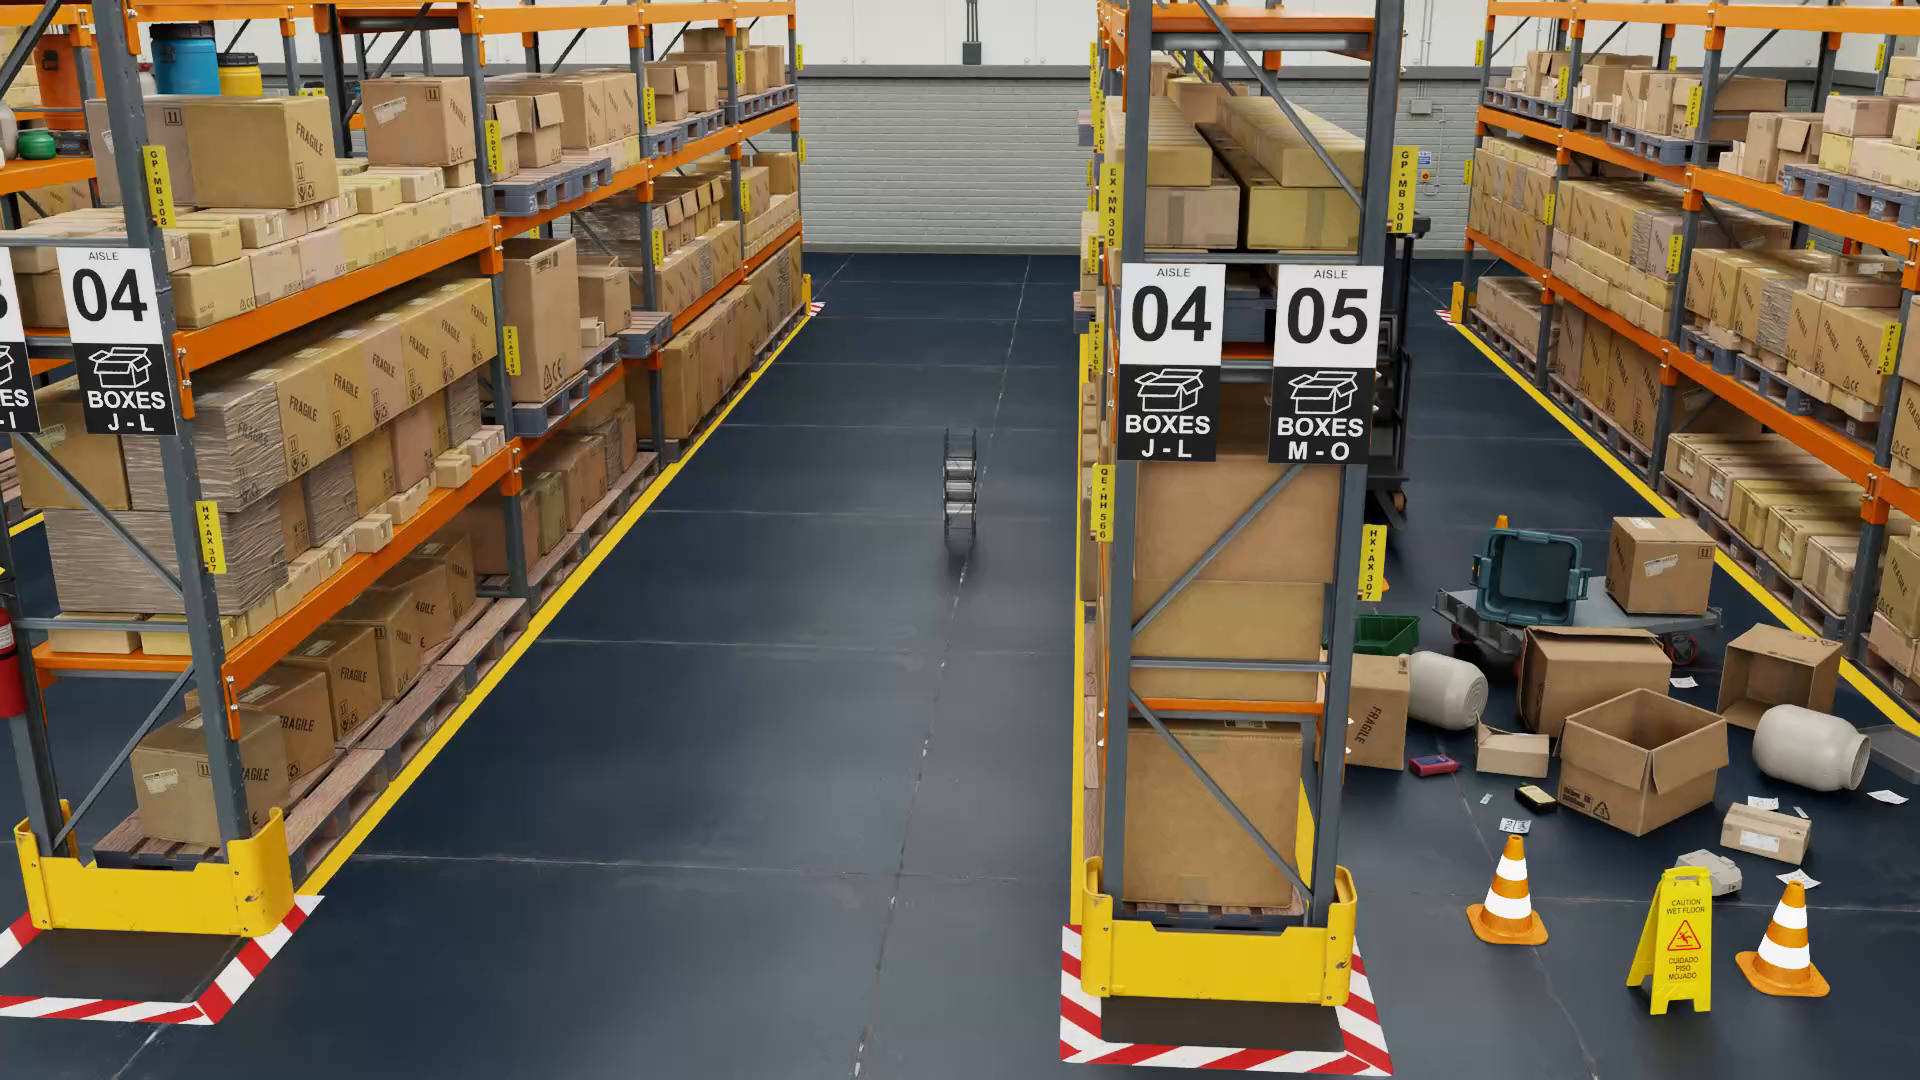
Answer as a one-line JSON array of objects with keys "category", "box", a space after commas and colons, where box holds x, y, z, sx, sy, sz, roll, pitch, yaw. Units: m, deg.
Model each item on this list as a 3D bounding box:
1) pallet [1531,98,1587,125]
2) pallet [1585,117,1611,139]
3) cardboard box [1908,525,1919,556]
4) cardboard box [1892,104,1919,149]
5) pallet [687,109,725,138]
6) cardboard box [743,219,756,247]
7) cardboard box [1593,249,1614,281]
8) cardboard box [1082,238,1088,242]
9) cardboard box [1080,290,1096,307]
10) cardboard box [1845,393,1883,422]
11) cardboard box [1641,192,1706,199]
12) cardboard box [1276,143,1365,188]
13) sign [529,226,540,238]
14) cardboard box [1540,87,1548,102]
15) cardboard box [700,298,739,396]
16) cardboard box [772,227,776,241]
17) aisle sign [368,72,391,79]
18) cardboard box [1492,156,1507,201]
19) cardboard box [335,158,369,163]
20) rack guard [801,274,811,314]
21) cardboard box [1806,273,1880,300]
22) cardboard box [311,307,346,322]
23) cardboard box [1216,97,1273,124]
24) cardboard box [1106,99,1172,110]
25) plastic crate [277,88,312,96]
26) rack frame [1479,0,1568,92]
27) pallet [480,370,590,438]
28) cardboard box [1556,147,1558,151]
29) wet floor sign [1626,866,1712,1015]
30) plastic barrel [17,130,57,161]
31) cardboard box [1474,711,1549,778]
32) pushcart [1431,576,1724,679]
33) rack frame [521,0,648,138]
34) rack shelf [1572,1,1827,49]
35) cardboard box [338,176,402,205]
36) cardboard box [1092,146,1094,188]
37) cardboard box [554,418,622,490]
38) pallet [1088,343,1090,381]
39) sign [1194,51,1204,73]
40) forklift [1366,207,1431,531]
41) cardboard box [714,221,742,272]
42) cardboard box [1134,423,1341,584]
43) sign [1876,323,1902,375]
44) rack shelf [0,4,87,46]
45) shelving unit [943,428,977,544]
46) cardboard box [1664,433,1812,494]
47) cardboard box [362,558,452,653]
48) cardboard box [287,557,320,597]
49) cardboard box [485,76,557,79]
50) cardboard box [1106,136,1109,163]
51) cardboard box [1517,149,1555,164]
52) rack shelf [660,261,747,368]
[{"category": "pallet", "box": [7.003, -4.755, 18.443, 1.003, 0.211, 1.213, 1, 18, 4]}, {"category": "pallet", "box": [6.918, -4.167, 16.812, 0.805, 0.209, 1.217, 1, 18, 2]}, {"category": "cardboard box", "box": [5.980, 0.024, 10.029, 0.380, 0.149, 0.250, 2, 18, 5]}, {"category": "cardboard box", "box": [6.275, -2.608, 10.510, 0.500, 0.250, 0.500, 2, 18, 5]}, {"category": "pallet", "box": [-2.967, -4.388, 17.487, 0.805, 0.209, 1.217, 1, 18, 2]}, {"category": "cardboard box", "box": [-2.655, -3.549, 19.201, 0.500, 0.250, 0.500, 1, 18, 3]}, {"category": "cardboard box", "box": [6.515, -2.678, 16.217, 0.500, 0.250, 0.500, 1, 18, 2]}, {"category": "cardboard box", "box": [1.359, -2.797, 15.916, 0.380, 0.149, 0.250, 1, 18, 4]}, {"category": "cardboard box", "box": [1.280, -2.199, 15.044, 0.380, 0.149, 0.250, 2, 18, 5]}, {"category": "cardboard box", "box": [6.122, -0.880, 11.019, 0.380, 0.149, 0.250, 2, 18, 5]}, {"category": "cardboard box", "box": [7.067, -3.179, 16.540, 0.500, 0.500, 0.500, 2, 18, 6]}, {"category": "cardboard box", "box": [1.471, -1.499, 6.651, 0.380, 0.149, 0.250, 1, 18, 5]}, {"category": "sign", "box": [-3.791, -2.659, 14.860, 0.100, 0.325, 0.005, 1, 18, 4]}, {"category": "cardboard box", "box": [6.680, -4.959, 18.491, 0.380, 0.149, 0.250, 2, 18, 5]}, {"category": "cardboard box", "box": [-3.039, -2.052, 17.607, 1.225, 0.875, 0.875, 1, 18, 2]}, {"category": "cardboard box", "box": [-2.487, -3.789, 20.571, 0.380, 0.149, 0.250, 1, 18, 2]}, {"category": "aisle sign", "box": [-7.895, -5.957, 22.609, 0.394, 0.787, 0.004, 1, 18, 4]}, {"category": "cardboard box", "box": [6.843, -4.420, 20.328, 0.500, 0.500, 0.500, 1, 18, 3]}, {"category": "cardboard box", "box": [-3.854, -2.304, 10.421, 0.380, 0.149, 0.250, 1, 18, 2]}, {"category": "rack guard", "box": [-2.662, -3.401, 23.000, 1.175, 0.500, 0.348, 1, 18, 4]}, {"category": "cardboard box", "box": [6.201, -1.779, 11.679, 0.380, 0.149, 0.250, 1, 18, 2]}, {"category": "cardboard box", "box": [-3.880, -1.074, 9.639, 0.500, 0.500, 0.500, 1, 18, 4]}, {"category": "cardboard box", "box": [1.708, -2.524, 9.779, 0.380, 0.149, 0.250, 1, 18, 3]}, {"category": "cardboard box", "box": [1.034, -2.460, 9.583, 0.380, 0.149, 0.250, 1, 18, 3]}, {"category": "plastic crate", "box": [-8.070, -5.380, 20.397, 0.437, 0.282, 0.530, 1, 18, 4]}, {"category": "rack frame", "box": [7.221, -7.211, 20.979, 1.000, 3.000, 0.127, 1, 18, 4]}, {"category": "pallet", "box": [-3.324, -0.998, 11.959, 1.003, 0.211, 1.213, 1, 18, 4]}, {"category": "cardboard box", "box": [7.321, -4.597, 19.826, 0.380, 0.149, 0.250, 2, 18, 6]}, {"category": "wet floor sign", "box": [3.102, 1.702, 7.193, 0.267, 0.644, 0.232, -2, 18, -6]}, {"category": "plastic barrel", "box": [-8.144, -3.481, 14.663, 0.294, 0.245, 0.294, 0, 18, 0]}, {"category": "cardboard box", "box": [3.130, 1.162, 9.451, 0.396, 0.266, 0.258, 4, 19, 13]}, {"category": "pushcart", "box": [4.083, 0.577, 11.055, 1.648, 0.377, 0.936, -5, 19, -15]}, {"category": "rack frame", "box": [-3.237, -4.948, 14.071, 1.000, 3.000, 0.127, 1, 18, 4]}, {"category": "rack shelf", "box": [6.791, -4.816, 15.466, 1.077, 0.370, 4.000, 1, 18, 4]}, {"category": "cardboard box", "box": [-3.387, -1.965, 9.387, 0.380, 0.149, 0.250, 2, 18, 6]}, {"category": "cardboard box", "box": [1.857, -4.494, 20.076, 0.500, 0.500, 0.500, 1, 18, 2]}, {"category": "cardboard box", "box": [-3.292, -0.737, 14.163, 0.700, 0.500, 0.500, 0, 18, -1]}, {"category": "pallet", "box": [2.003, -2.081, 19.436, 1.003, 0.211, 1.213, 1, 18, 4]}, {"category": "sign", "box": [2.544, -5.044, 17.720, 0.100, 0.325, 0.005, 1, 18, 4]}, {"category": "forklift", "box": [3.250, -1.738, 14.019, 1.130, 2.935, 3.031, 1, 18, 4]}, {"category": "cardboard box", "box": [-2.711, -3.235, 18.319, 0.500, 0.500, 0.500, 1, 18, 4]}, {"category": "cardboard box", "box": [1.195, -0.169, 7.147, 0.875, 0.550, 0.550, 1, 18, 4]}, {"category": "sign", "box": [5.807, -1.195, 10.393, 0.100, 0.325, 0.005, 1, 18, 4]}, {"category": "rack shelf", "box": [-8.320, -3.905, 12.687, 1.077, 0.370, 4.000, 1, 18, 4]}, {"category": "shelving unit", "box": [0.001, -0.430, 13.291, 0.258, 0.900, 0.210, 1, 18, 4]}, {"category": "cardboard box", "box": [6.597, -0.651, 14.139, 0.950, 0.372, 0.625, 0, 18, 0]}, {"category": "cardboard box", "box": [-3.626, 0.435, 10.618, 0.500, 0.500, 0.500, 7, 20, 21]}, {"category": "cardboard box", "box": [-3.485, 0.191, 8.426, 0.380, 0.149, 0.250, 1, 18, 4]}, {"category": "cardboard box", "box": [-3.567, -3.510, 13.537, 0.500, 0.500, 0.500, 1, 18, 4]}, {"category": "cardboard box", "box": [1.032, -1.996, 8.808, 0.500, 0.250, 0.500, 1, 18, 3]}, {"category": "cardboard box", "box": [6.796, -4.524, 19.604, 0.380, 0.149, 0.250, 1, 18, 4]}, {"category": "rack shelf", "box": [-3.093, -2.376, 17.013, 1.077, 0.370, 4.000, 1, 18, 4]}]
